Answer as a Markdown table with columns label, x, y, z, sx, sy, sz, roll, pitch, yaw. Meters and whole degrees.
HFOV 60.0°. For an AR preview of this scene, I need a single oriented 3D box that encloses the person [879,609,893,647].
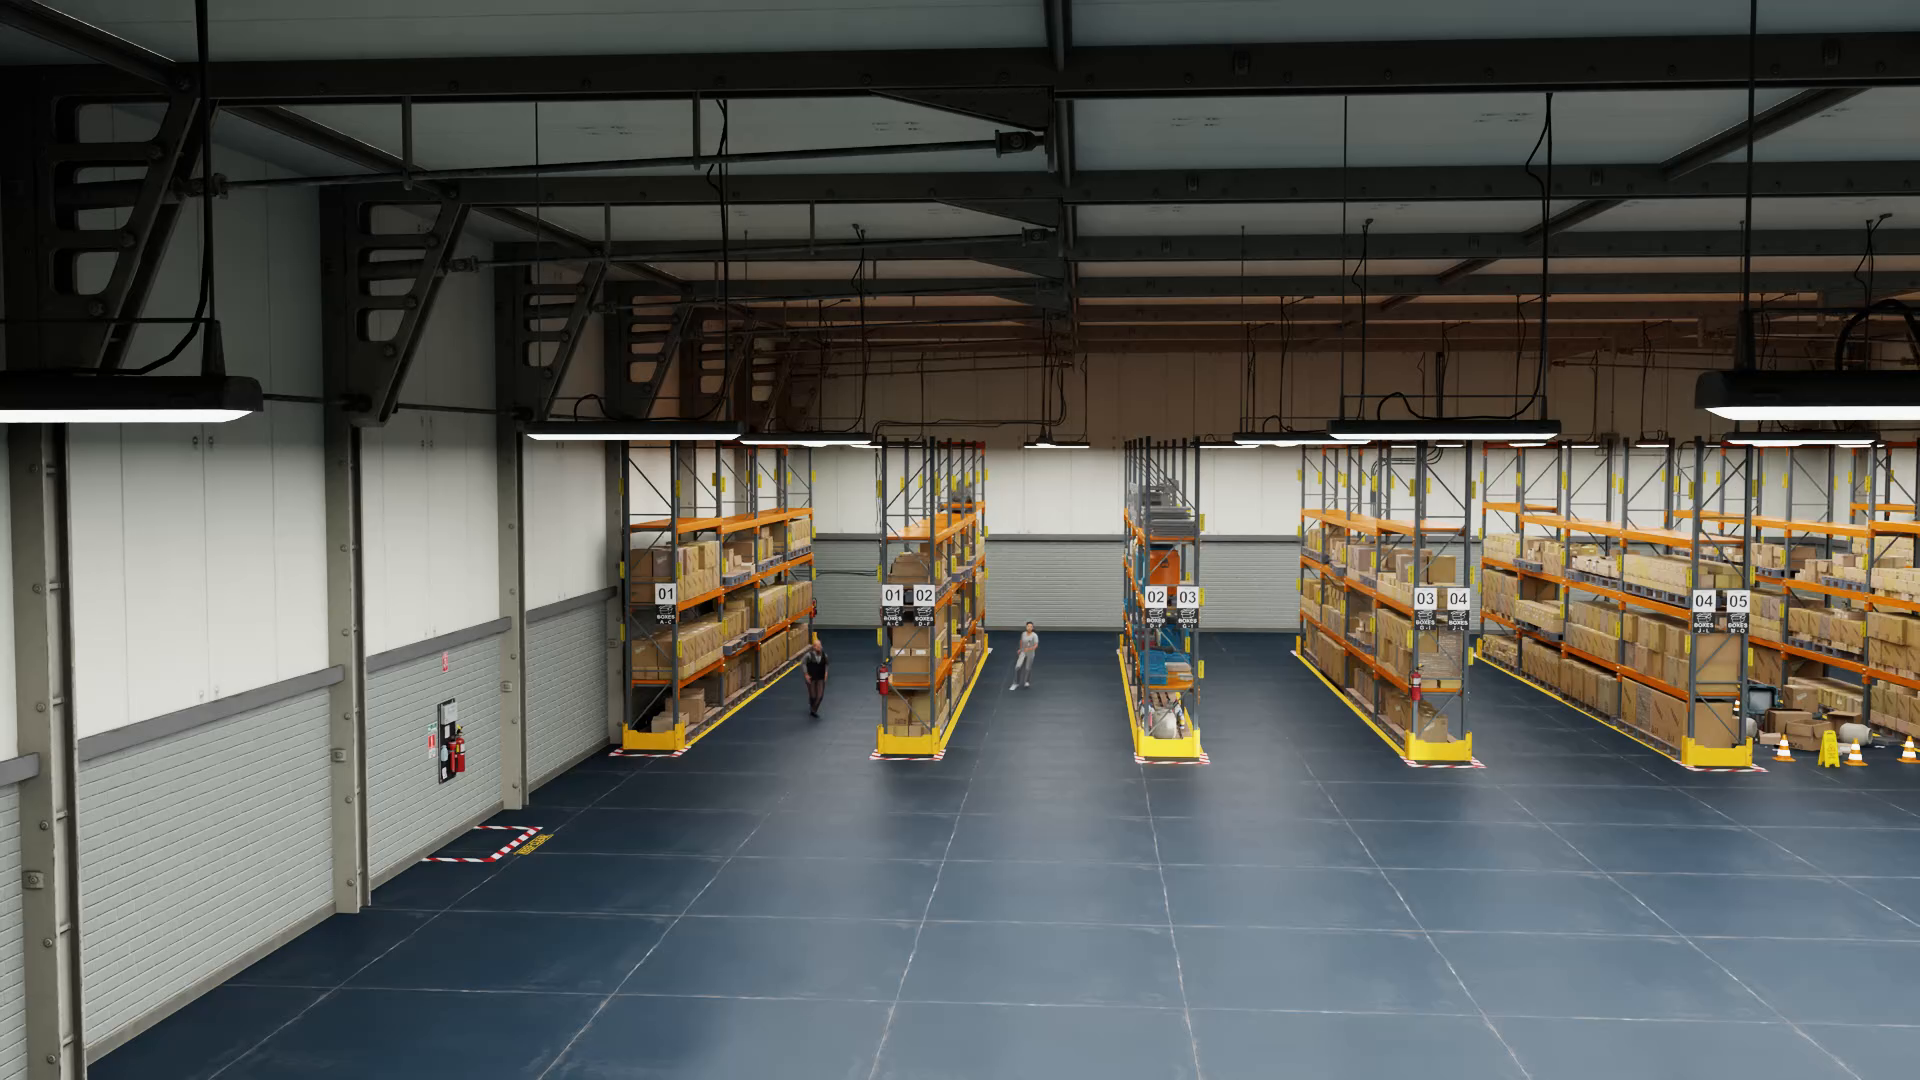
| label | x | y | z | sx | sy | sz | roll | pitch | yaw |
| --- | --- | --- | --- | --- | --- | --- | --- | --- | --- |
| person | -1.835 | 2.406 | 45.729 | 0.847 | 1.765 | 0.754 | -1 | 3 | -20 |

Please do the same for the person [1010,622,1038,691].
| label | x | y | z | sx | sy | sz | roll | pitch | yaw |
| --- | --- | --- | --- | --- | --- | --- | --- | --- | --- |
| person | 1.595 | 2.756 | 39.770 | 0.638 | 1.646 | 0.802 | 1 | 3 | 19 |

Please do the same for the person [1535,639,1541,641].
| label | x | y | z | sx | sy | sz | roll | pitch | yaw |
| --- | --- | --- | --- | --- | --- | --- | --- | --- | --- |
| person | 16.376 | 2.427 | 46.779 | 0.595 | 1.599 | 0.566 | 2 | 4 | 38 |

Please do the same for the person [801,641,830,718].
| label | x | y | z | sx | sy | sz | roll | pitch | yaw |
| --- | --- | --- | --- | --- | --- | --- | --- | --- | --- |
| person | -3.120 | 2.983 | 35.848 | 0.657 | 1.659 | 0.556 | -1 | 3 | -18 |

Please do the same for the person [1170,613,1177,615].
| label | x | y | z | sx | sy | sz | roll | pitch | yaw |
| --- | --- | --- | --- | --- | --- | --- | --- | --- | --- |
| person | 5.919 | 2.395 | 48.074 | 0.688 | 1.512 | 0.993 | -1 | 3 | -21 |
